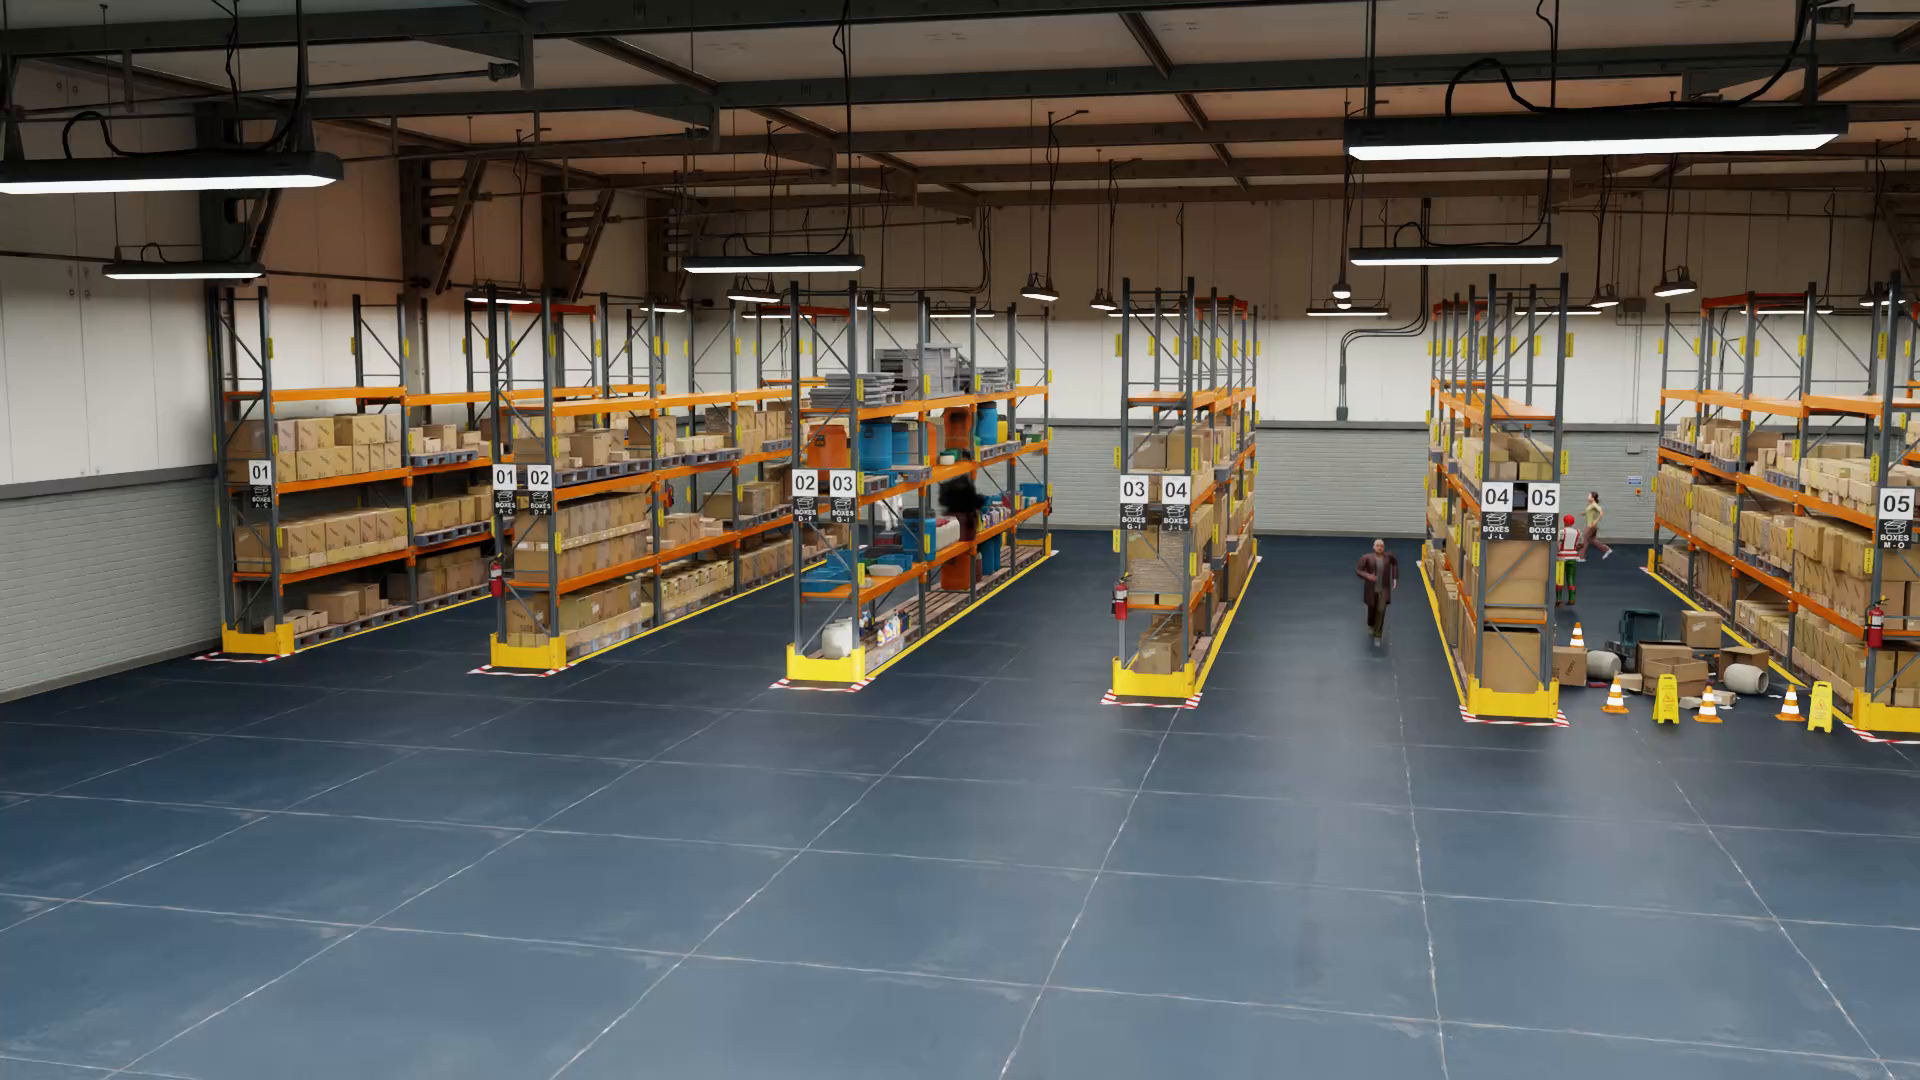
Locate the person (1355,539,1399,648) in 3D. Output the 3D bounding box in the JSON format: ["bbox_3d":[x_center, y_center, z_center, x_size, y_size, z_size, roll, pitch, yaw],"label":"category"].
[{"bbox_3d":[7.107,0.908,28.366,0.738,1.712,1.103,1,7,7],"label":"person"}]

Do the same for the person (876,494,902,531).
[{"bbox_3d":[-1.800,-0.727,42.473,0.711,1.735,0.637,-2,7,-16],"label":"person"}]

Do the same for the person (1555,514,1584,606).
[{"bbox_3d":[11.720,0.420,32.113,0.639,1.839,0.783,0,7,4],"label":"person"}]

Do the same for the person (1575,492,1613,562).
[{"bbox_3d":[14.807,-0.305,38.868,0.904,1.655,0.573,2,7,16],"label":"person"}]
